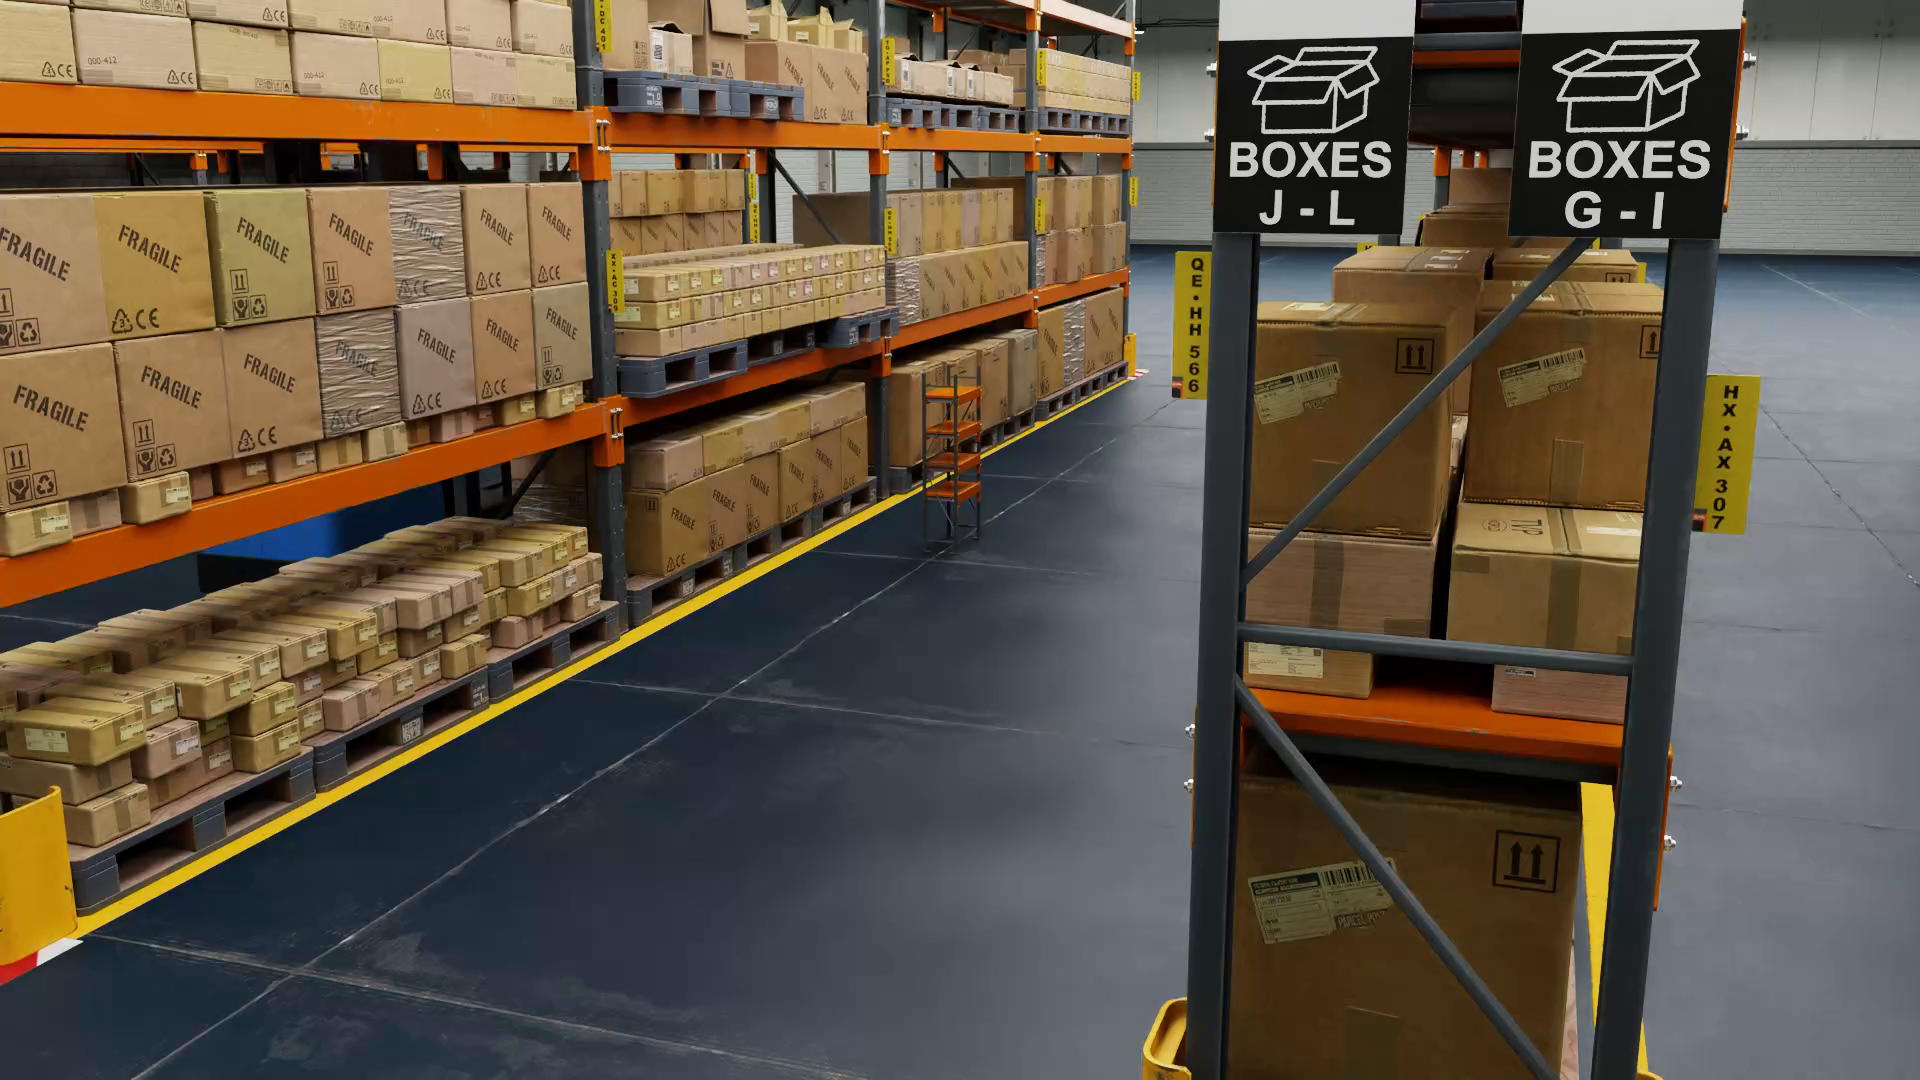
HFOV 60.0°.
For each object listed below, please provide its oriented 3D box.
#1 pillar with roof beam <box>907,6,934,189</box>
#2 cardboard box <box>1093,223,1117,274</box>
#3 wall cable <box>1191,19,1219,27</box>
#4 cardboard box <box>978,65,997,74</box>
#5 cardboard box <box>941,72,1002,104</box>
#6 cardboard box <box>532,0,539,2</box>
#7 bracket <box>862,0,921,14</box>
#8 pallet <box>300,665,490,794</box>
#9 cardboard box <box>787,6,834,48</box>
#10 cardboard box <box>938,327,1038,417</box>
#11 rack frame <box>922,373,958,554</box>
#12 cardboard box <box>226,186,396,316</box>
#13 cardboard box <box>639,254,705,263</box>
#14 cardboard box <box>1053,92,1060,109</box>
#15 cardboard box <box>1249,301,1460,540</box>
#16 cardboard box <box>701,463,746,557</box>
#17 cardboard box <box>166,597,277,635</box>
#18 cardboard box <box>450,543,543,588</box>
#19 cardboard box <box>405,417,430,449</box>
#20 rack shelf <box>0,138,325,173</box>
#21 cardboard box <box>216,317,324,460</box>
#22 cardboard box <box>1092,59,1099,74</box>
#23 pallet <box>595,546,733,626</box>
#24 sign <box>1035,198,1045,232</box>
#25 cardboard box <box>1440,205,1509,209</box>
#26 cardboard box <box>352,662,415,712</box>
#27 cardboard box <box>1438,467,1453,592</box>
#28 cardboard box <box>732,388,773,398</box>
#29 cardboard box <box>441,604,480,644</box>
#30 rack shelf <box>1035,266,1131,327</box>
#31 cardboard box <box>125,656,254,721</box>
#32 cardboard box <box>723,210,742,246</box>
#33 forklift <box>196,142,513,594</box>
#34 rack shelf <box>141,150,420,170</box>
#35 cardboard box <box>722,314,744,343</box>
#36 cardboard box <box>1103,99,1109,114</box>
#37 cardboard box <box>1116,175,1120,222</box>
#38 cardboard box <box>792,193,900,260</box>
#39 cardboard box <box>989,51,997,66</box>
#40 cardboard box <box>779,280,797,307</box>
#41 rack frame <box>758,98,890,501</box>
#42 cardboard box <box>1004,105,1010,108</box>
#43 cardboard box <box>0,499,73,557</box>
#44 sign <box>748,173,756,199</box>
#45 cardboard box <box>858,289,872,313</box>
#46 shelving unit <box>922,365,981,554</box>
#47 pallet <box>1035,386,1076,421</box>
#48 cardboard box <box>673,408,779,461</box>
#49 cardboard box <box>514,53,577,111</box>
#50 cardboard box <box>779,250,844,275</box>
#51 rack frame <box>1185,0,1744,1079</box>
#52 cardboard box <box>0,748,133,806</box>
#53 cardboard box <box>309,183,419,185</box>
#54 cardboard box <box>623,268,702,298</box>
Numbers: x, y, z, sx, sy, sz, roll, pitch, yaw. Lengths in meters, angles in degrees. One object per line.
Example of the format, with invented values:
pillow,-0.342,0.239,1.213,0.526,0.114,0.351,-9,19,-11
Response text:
pillar with roof beam,2.896,-11.778,42.870,9.100,9.000,0.548,4,14,18
cardboard box,1.315,-3.375,19.196,0.875,0.550,0.550,4,14,18
wall cable,8.456,-16.625,49.511,3.097,2.526,0.112,4,14,18
cardboard box,0.172,-4.568,16.520,0.500,0.250,0.500,4,14,18
cardboard box,0.064,-4.025,14.810,0.500,0.250,0.500,4,14,18
cardboard box,-2.252,-2.659,7.974,0.380,0.149,0.250,5,14,20
bracket,-1.810,-13.188,40.956,0.076,0.066,4.783,4,14,18
pallet,-2.910,0.787,7.564,1.003,0.211,1.213,4,14,18
cardboard box,-1.076,-3.487,11.340,0.396,0.266,0.258,4,14,18
cardboard box,0.140,-1.629,15.996,1.050,0.750,0.750,4,14,18
rack frame,-0.132,-0.499,10.977,0.240,1.200,0.015,4,14,18
cardboard box,-2.723,-1.210,6.910,0.500,0.500,0.500,4,13,17
cardboard box,-1.880,-1.776,10.811,0.380,0.149,0.250,4,14,18
cardboard box,0.777,-4.358,16.498,0.380,0.149,0.250,4,14,19
cardboard box,0.942,-0.312,4.098,0.500,0.500,0.500,5,14,19
cardboard box,-1.673,-0.208,10.331,0.500,0.500,0.500,5,14,21
cardboard box,-3.228,0.363,7.281,0.380,0.149,0.250,4,13,17
cardboard box,-2.321,0.125,8.327,0.380,0.149,0.250,4,14,18
cardboard box,-2.626,-0.499,7.496,0.380,0.149,0.250,4,13,18
rack shelf,-6.402,-2.842,12.073,1.077,0.370,4.000,4,14,18
cardboard box,-2.901,-0.617,6.556,0.500,0.500,0.500,5,14,19
cardboard box,1.268,-5.066,17.806,0.380,0.149,0.250,4,14,19
pallet,-2.083,0.222,10.042,1.003,0.211,1.213,4,14,18
sign,0.772,-3.147,16.111,0.100,0.325,0.005,4,14,18
cardboard box,3.156,-1.686,9.653,0.797,0.503,0.637,5,14,20
cardboard box,-2.667,0.640,7.408,0.380,0.149,0.250,4,14,18
cardboard box,1.104,-0.053,4.648,0.500,0.250,0.500,4,13,17
cardboard box,-1.655,-0.933,11.824,0.500,0.250,0.500,4,14,18
cardboard box,-2.518,0.372,7.912,0.380,0.149,0.250,5,14,20
rack shelf,0.902,-2.729,18.318,1.077,0.370,4.000,4,14,18
cardboard box,-2.958,0.567,6.388,0.380,0.149,0.250,4,14,18
cardboard box,-3.082,-3.895,20.920,0.500,0.500,0.500,4,13,17
forklift,-3.567,-1.335,10.749,1.130,2.935,3.031,4,13,17
rack shelf,-8.512,-4.883,21.015,1.077,0.370,4.000,4,14,18
cardboard box,-1.519,-1.270,9.931,0.380,0.149,0.250,4,14,19
cardboard box,1.433,-4.785,18.367,0.380,0.149,0.250,4,13,18
cardboard box,1.393,-4.025,19.616,0.875,0.550,0.550,4,14,18
cardboard box,-0.884,-2.446,12.992,0.700,0.500,0.500,4,14,18
cardboard box,0.154,-4.794,16.612,0.380,0.149,0.250,4,14,18
cardboard box,-1.266,-1.580,10.623,0.380,0.149,0.250,4,13,17
rack frame,-1.039,-1.816,12.703,1.000,3.000,0.127,4,14,18
cardboard box,0.317,-4.513,17.174,0.380,0.149,0.250,4,14,19
cardboard box,-3.212,-0.054,5.547,0.380,0.149,0.250,4,14,18
sign,-2.648,-4.510,21.194,0.100,0.325,0.005,4,14,18
cardboard box,-0.846,-1.709,11.856,0.380,0.149,0.250,4,14,18
shelving unit,-0.054,-0.550,11.202,0.258,1.200,0.503,4,14,18
pallet,0.575,-1.453,17.380,1.003,0.211,1.213,4,14,18
cardboard box,-1.505,-0.681,10.721,0.500,0.250,0.500,5,14,21
cardboard box,-2.236,-2.240,8.158,0.500,0.250,0.500,5,14,20
cardboard box,-1.015,-1.888,11.302,0.380,0.149,0.250,5,14,20
rack frame,1.030,0.247,3.667,0.949,2.616,0.053,4,14,18
cardboard box,-3.215,0.817,5.963,0.380,0.149,0.250,5,14,21
cardboard box,-2.863,-1.467,8.036,0.500,0.500,0.500,4,13,17
cardboard box,-1.686,-1.455,9.406,0.380,0.149,0.250,5,14,20
